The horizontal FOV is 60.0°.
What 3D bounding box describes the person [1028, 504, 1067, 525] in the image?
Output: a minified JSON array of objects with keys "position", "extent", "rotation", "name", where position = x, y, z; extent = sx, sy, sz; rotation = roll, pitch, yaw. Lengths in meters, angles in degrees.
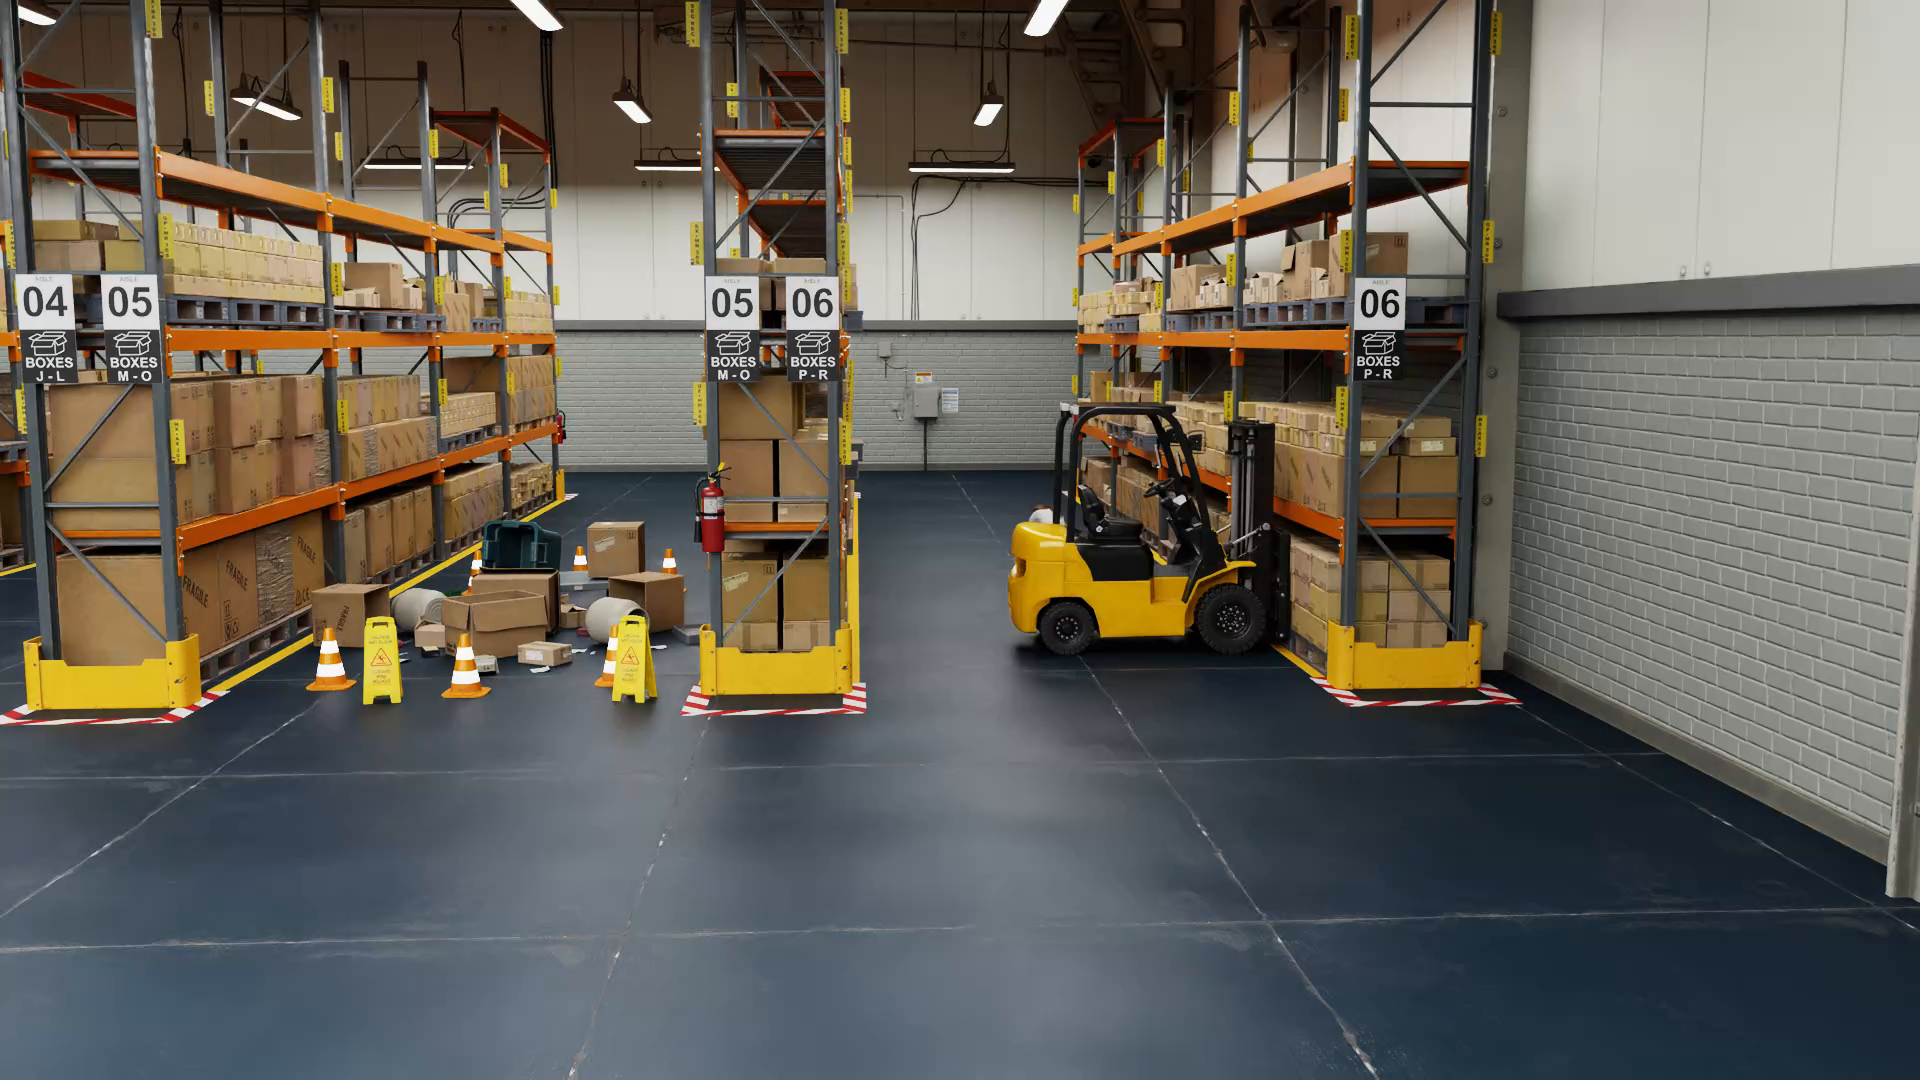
[{"position":[0.933,0.112,17.740],"extent":[0.475,0.974,0.865],"rotation":[-1,7,-6],"name":"person"}]
